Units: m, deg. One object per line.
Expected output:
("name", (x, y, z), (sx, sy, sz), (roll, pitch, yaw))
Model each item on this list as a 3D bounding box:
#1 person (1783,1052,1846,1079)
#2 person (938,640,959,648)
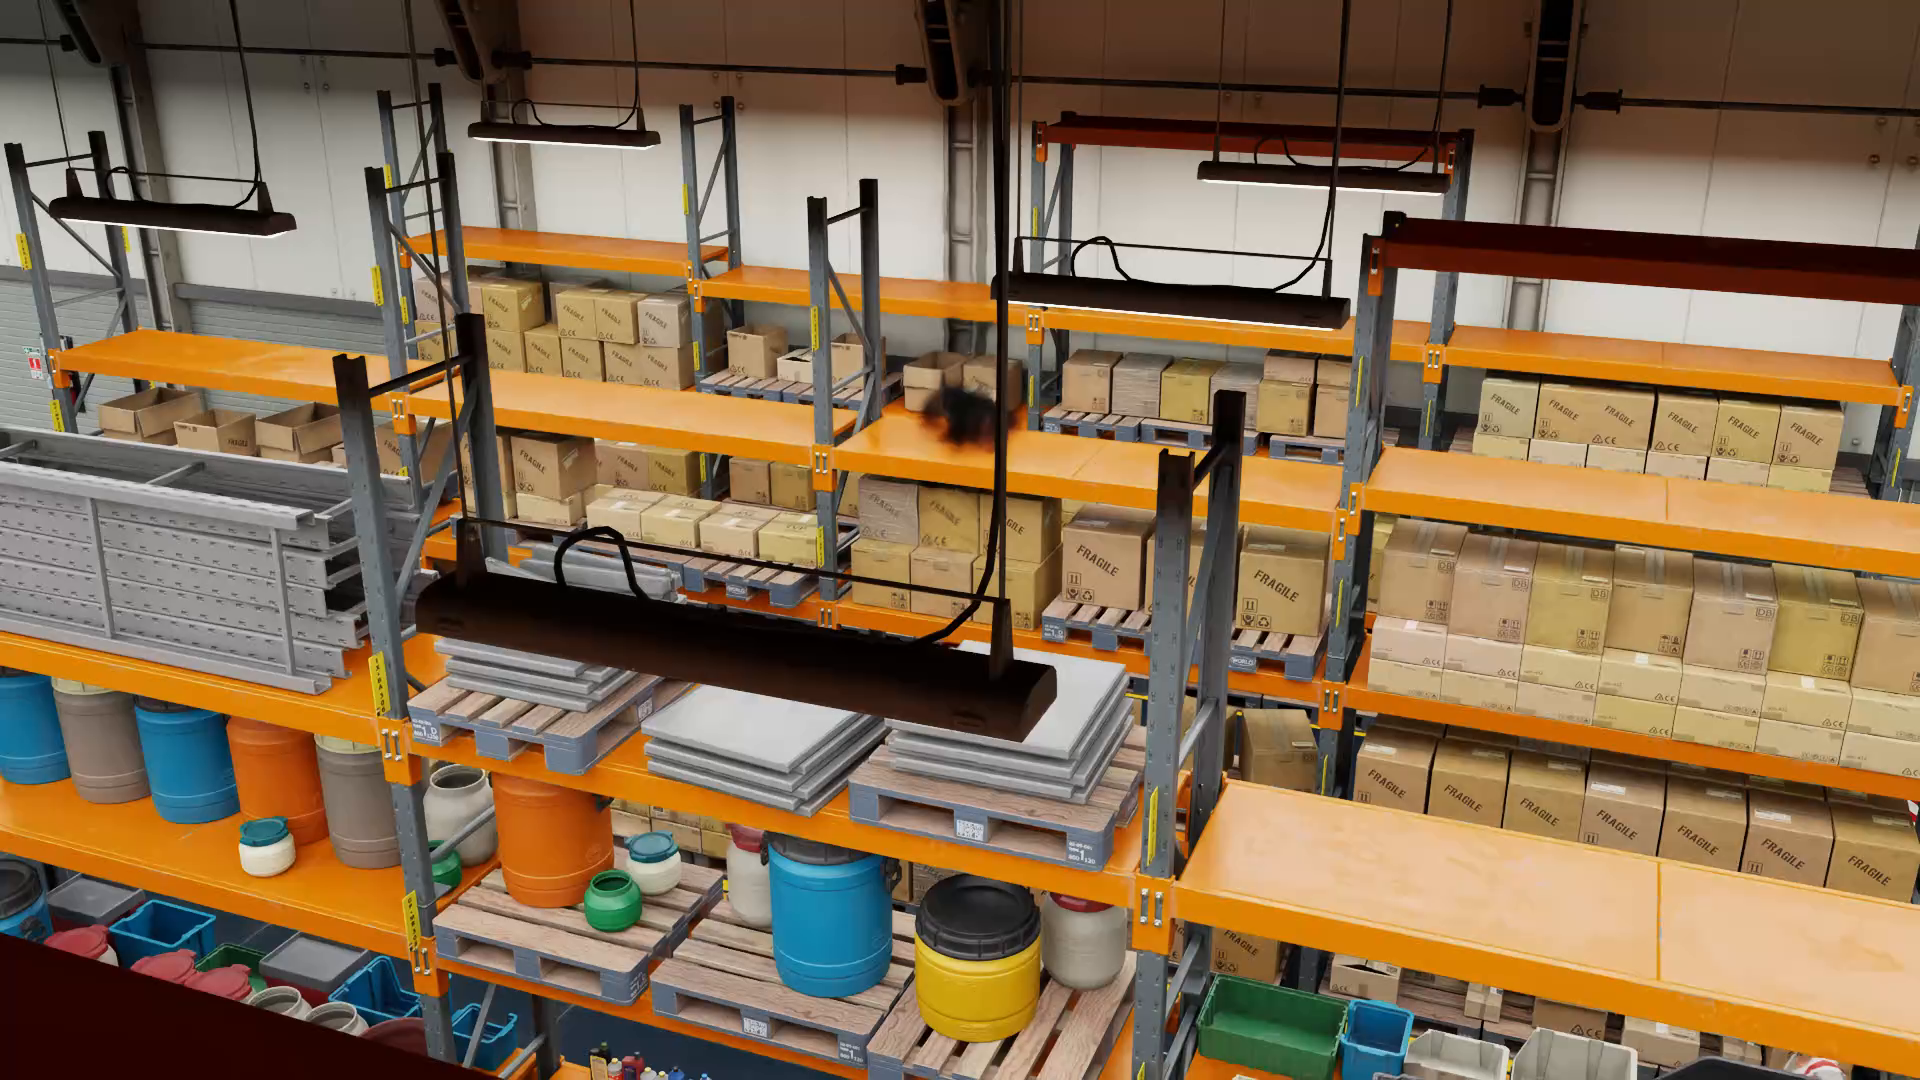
("person", (5.199, 3.689, 10.218), (0.859, 1.784, 0.664), (0, 21, 0))
("person", (0.008, 1.212, 16.137), (0.797, 1.791, 0.625), (5, 21, 13))
